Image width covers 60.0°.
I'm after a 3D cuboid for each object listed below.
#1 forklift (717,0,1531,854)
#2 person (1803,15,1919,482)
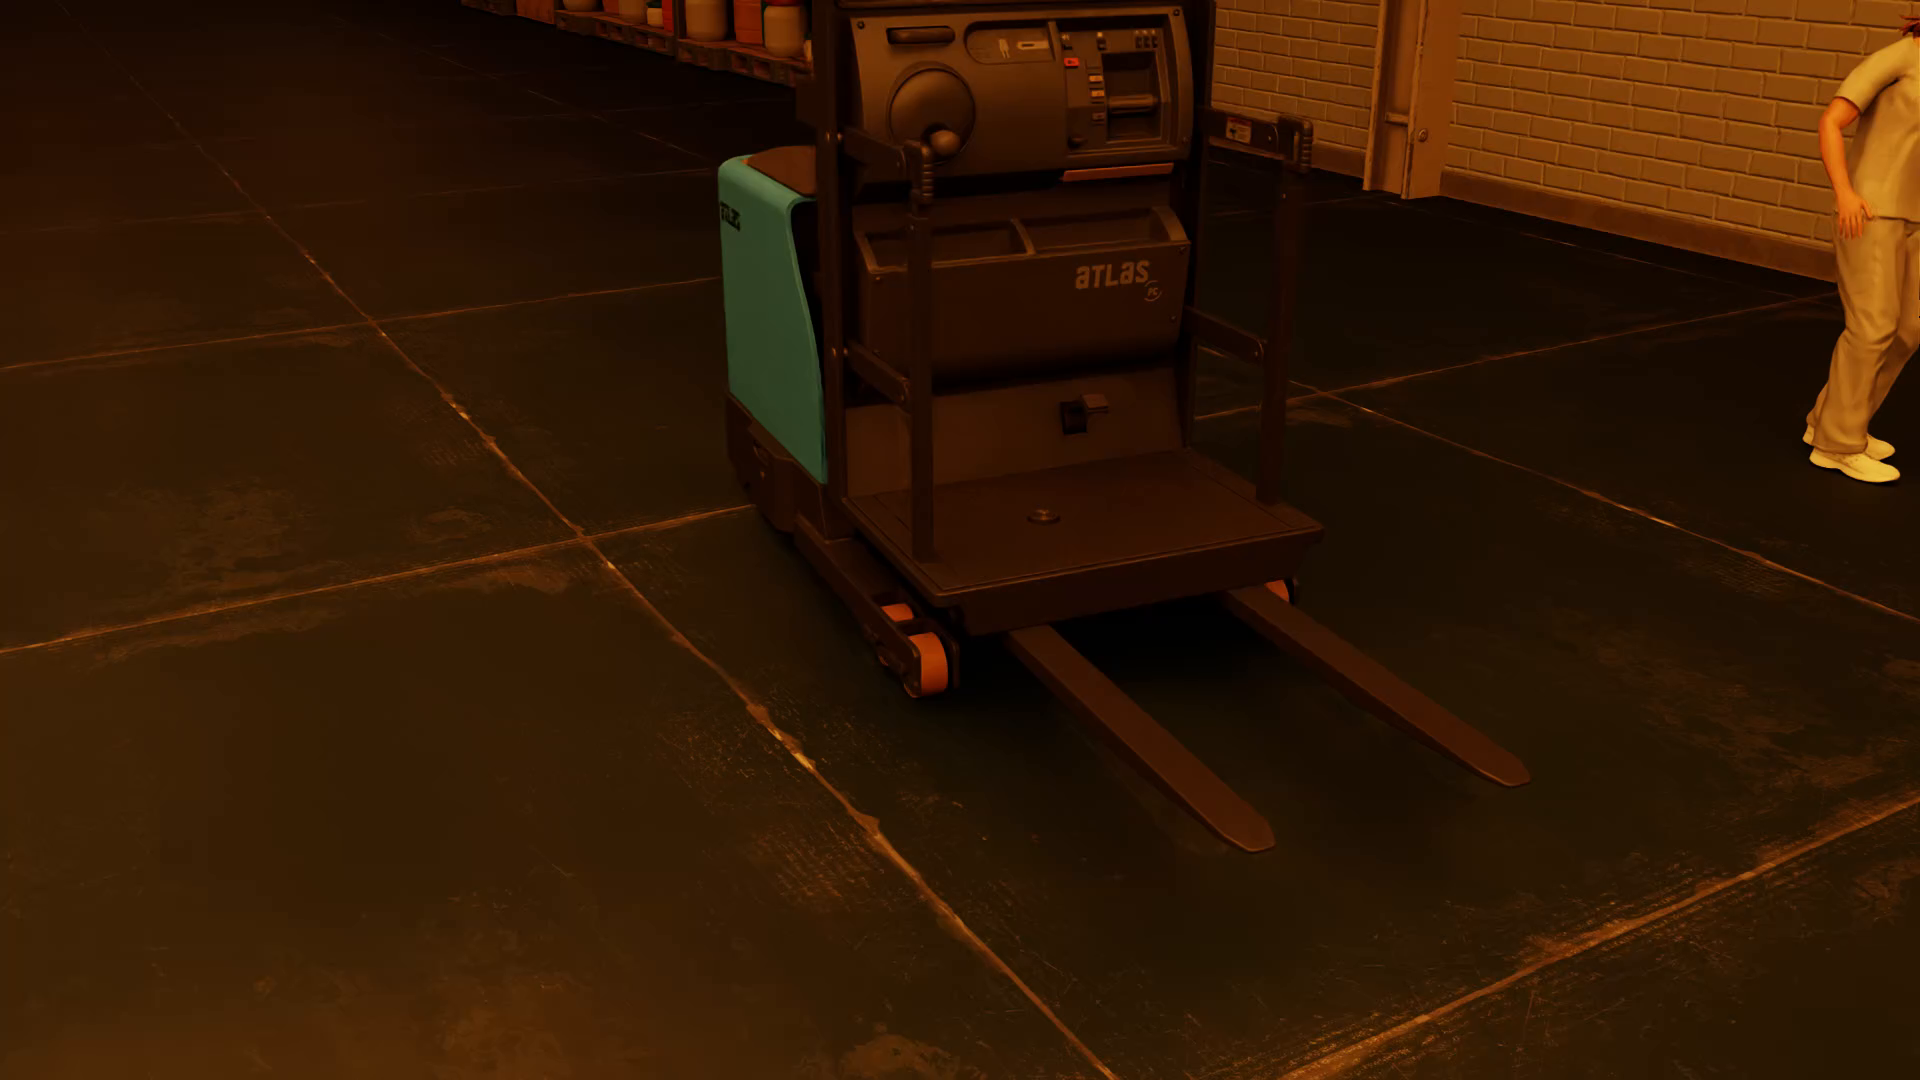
[{"bbox_3d":[0.258,-1.142,4.057,1.130,2.935,3.031,-9,24,-21],"label":"forklift"},{"bbox_3d":[3.148,-1.038,5.497,0.639,1.649,0.481,-10,24,-22],"label":"person"}]
